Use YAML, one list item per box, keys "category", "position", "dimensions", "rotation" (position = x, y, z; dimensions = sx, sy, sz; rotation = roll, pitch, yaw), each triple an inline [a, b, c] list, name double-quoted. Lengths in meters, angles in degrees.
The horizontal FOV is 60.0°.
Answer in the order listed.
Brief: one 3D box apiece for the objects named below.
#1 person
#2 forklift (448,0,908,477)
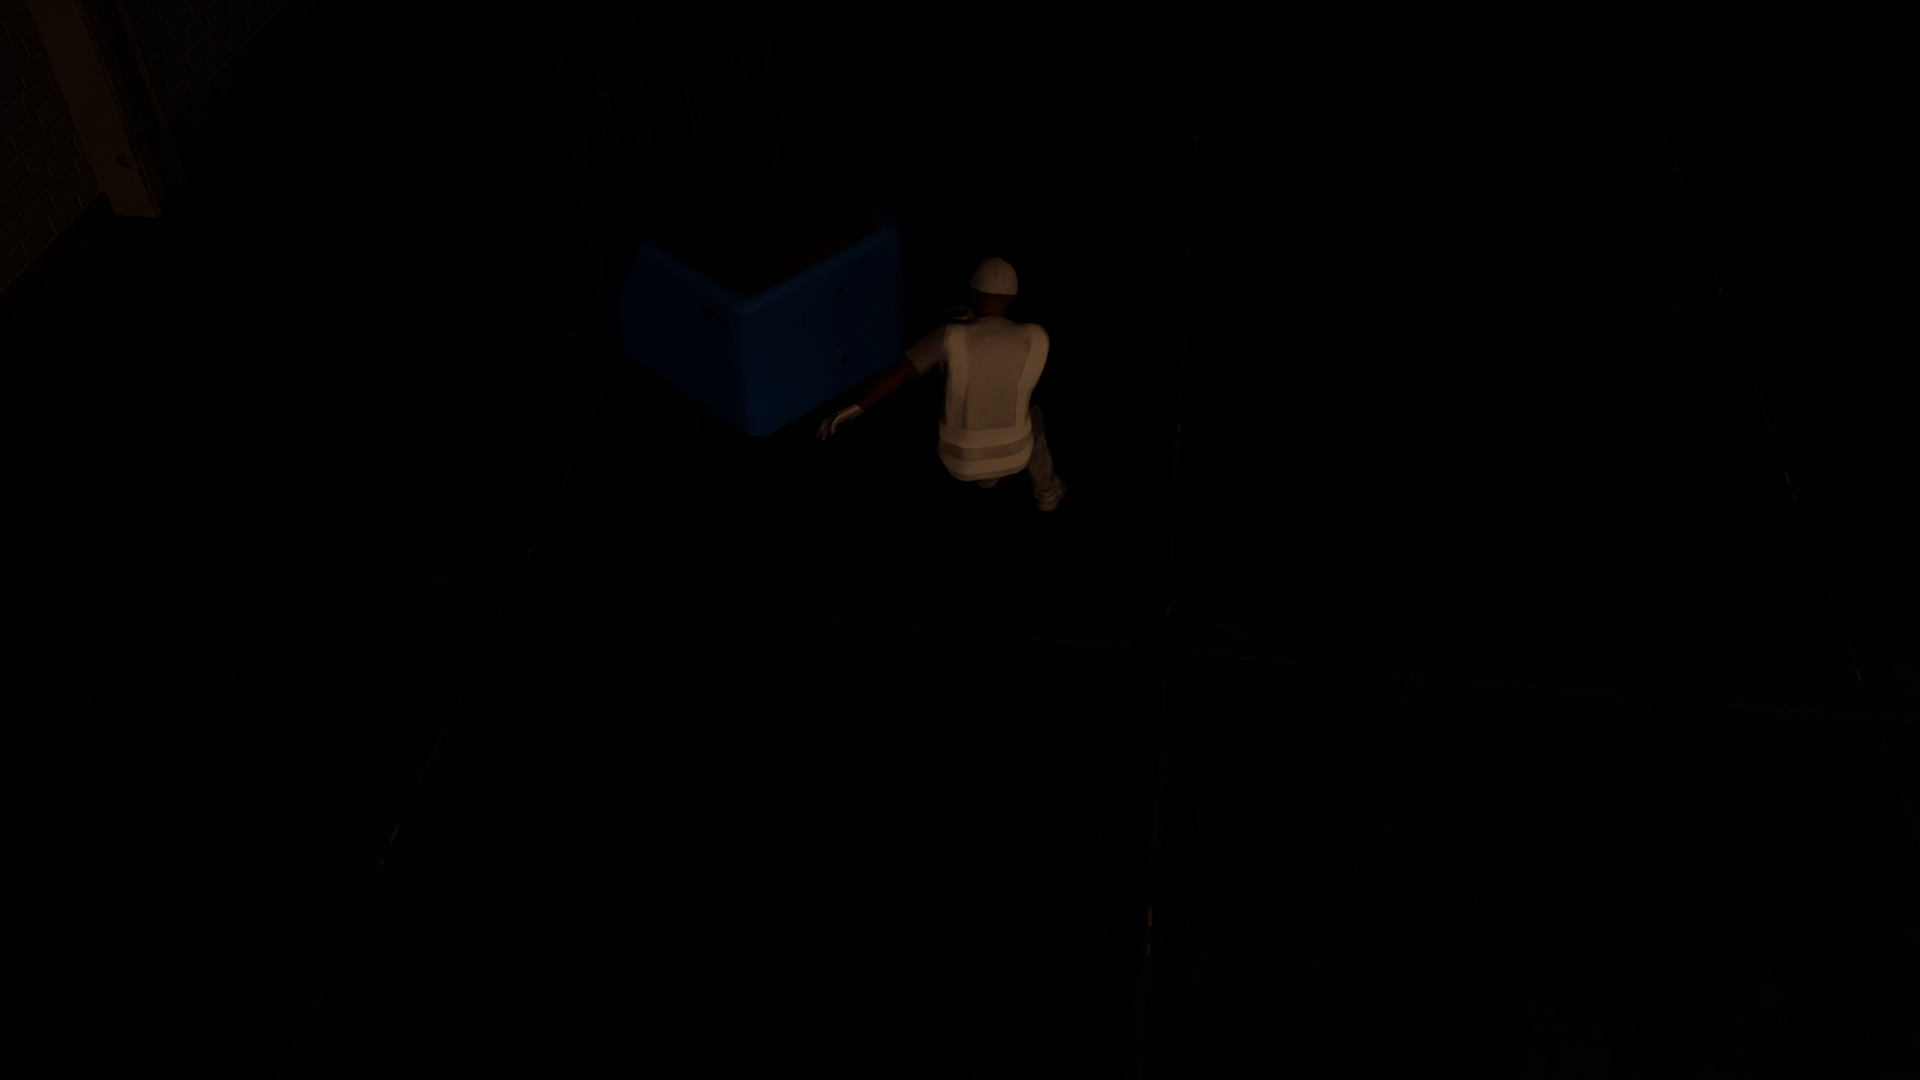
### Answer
- category: "person"
  position: [-0.054, -0.603, 7.515]
  dimensions: [1.232, 1.470, 0.957]
  rotation: [-5, 43, -6]
- category: "forklift"
  position: [-1.670, -2.278, 8.205]
  dimensions: [3.031, 2.935, 1.130]
  rotation: [34, 52, 31]
